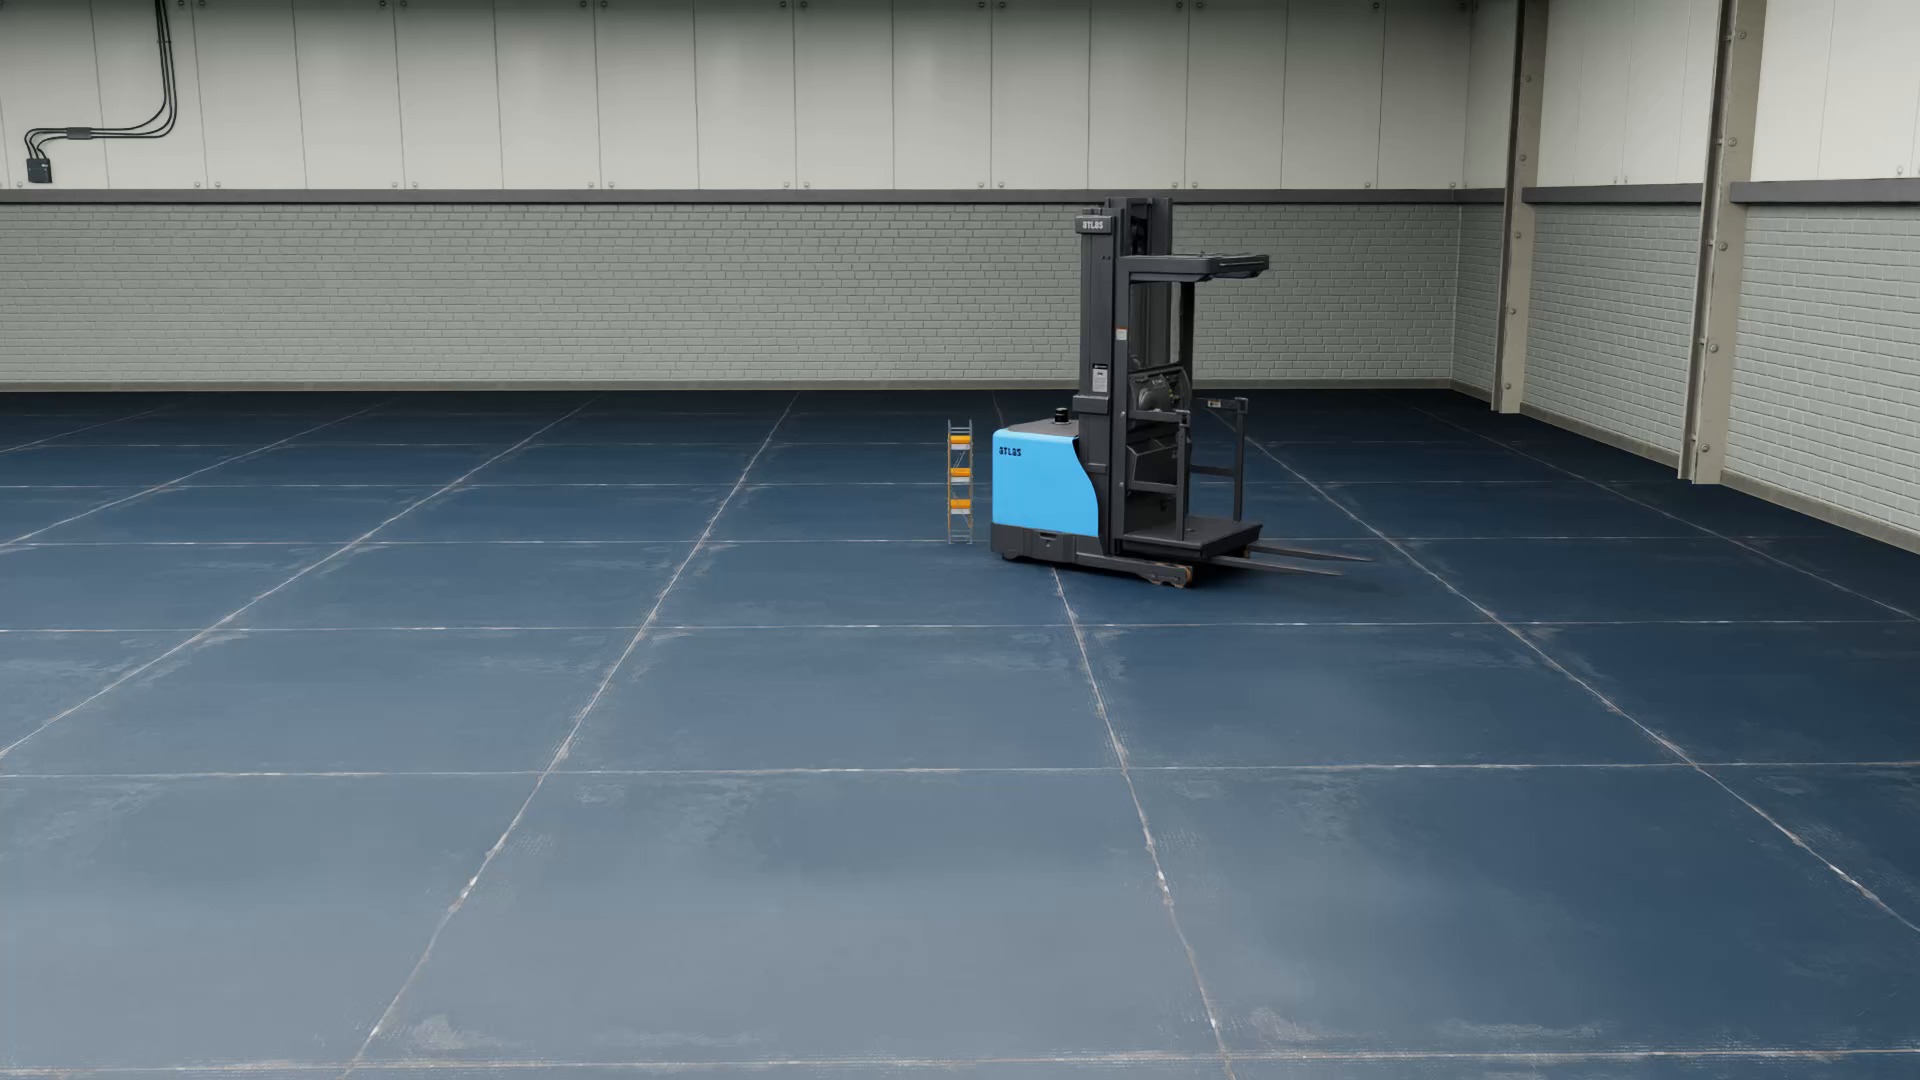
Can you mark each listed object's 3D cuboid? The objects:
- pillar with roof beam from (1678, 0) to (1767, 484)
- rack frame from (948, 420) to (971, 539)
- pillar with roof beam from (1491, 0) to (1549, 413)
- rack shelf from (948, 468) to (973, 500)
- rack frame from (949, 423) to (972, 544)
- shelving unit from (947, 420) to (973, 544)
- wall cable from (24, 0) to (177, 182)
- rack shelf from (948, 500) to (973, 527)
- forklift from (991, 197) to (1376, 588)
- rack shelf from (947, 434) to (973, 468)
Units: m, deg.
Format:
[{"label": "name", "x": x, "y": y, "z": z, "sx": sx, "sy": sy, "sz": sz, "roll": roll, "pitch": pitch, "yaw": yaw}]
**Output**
[{"label": "pillar with roof beam", "x": 3.549, "y": -5.019, "z": 16.664, "sx": 9.100, "sy": 9.000, "sz": 0.400, "roll": 0, "pitch": 11, "yaw": -1}, {"label": "rack frame", "x": -0.001, "y": -0.528, "z": 14.522, "sx": 0.200, "sy": 1.050, "sz": 0.008, "roll": 0, "pitch": 11, "yaw": -1}, {"label": "pillar with roof beam", "x": 3.425, "y": -6.211, "z": 22.543, "sx": 9.100, "sy": 9.000, "sz": 0.400, "roll": 0, "pitch": 11, "yaw": -1}, {"label": "rack shelf", "x": 0.001, "y": -0.494, "z": 14.404, "sx": 0.215, "sy": 0.259, "sz": 0.240, "roll": 0, "pitch": 11, "yaw": -1}, {"label": "rack frame", "x": 0.004, "y": -0.480, "z": 14.283, "sx": 0.200, "sy": 1.050, "sz": 0.008, "roll": 0, "pitch": 11, "yaw": -1}, {"label": "shelving unit", "x": 0.001, "y": -0.504, "z": 14.402, "sx": 0.215, "sy": 1.050, "sz": 0.252, "roll": 0, "pitch": 11, "yaw": -1}, {"label": "wall cable", "x": -13.011, "y": -8.393, "z": 24.744, "sx": 2.305, "sy": 6.003, "sz": 0.169, "roll": 0, "pitch": 11, "yaw": -1}, {"label": "rack shelf", "x": 0.001, "y": -0.221, "z": 14.460, "sx": 0.215, "sy": 0.259, "sz": 0.240, "roll": 0, "pitch": 11, "yaw": -1}, {"label": "forklift", "x": 1.752, "y": -1.190, "z": 13.051, "sx": 3.031, "sy": 2.935, "sz": 1.130, "roll": 8, "pitch": 14, "yaw": 35}, {"label": "rack shelf", "x": 0.001, "y": -0.772, "z": 14.348, "sx": 0.215, "sy": 0.259, "sz": 0.240, "roll": 0, "pitch": 11, "yaw": -1}]
